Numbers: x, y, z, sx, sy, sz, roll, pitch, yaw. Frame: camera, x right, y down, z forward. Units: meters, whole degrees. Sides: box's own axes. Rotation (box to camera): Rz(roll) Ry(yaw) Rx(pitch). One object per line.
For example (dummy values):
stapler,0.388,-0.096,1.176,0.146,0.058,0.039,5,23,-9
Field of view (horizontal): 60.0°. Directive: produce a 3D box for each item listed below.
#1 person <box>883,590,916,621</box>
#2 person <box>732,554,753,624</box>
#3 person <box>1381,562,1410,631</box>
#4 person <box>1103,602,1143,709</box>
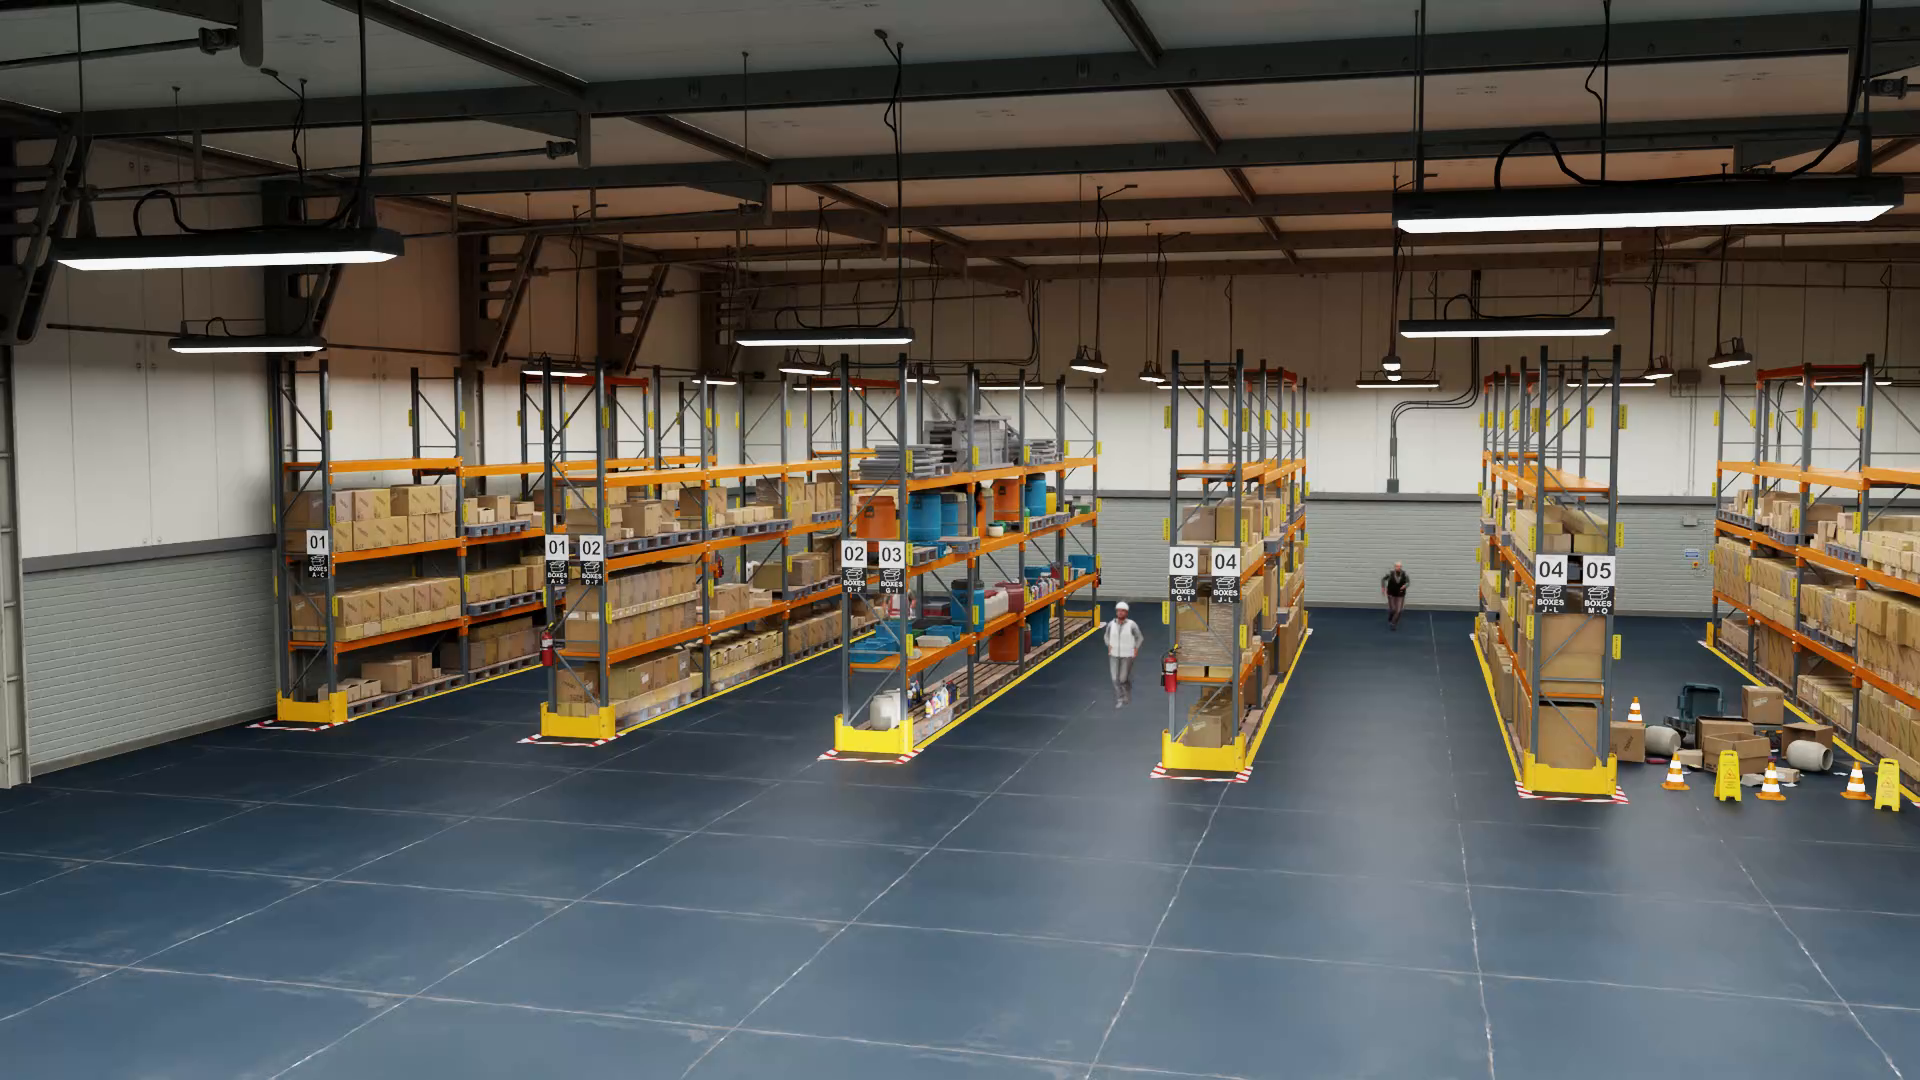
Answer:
person,-1.226,1.505,33.550,0.657,1.629,0.815,0,4,3
person,-5.324,1.185,41.199,0.684,1.750,0.665,1,4,8
person,10.381,1.346,39.561,0.647,1.648,0.666,0,4,1
person,2.652,1.892,27.284,0.661,1.743,0.522,1,4,20
